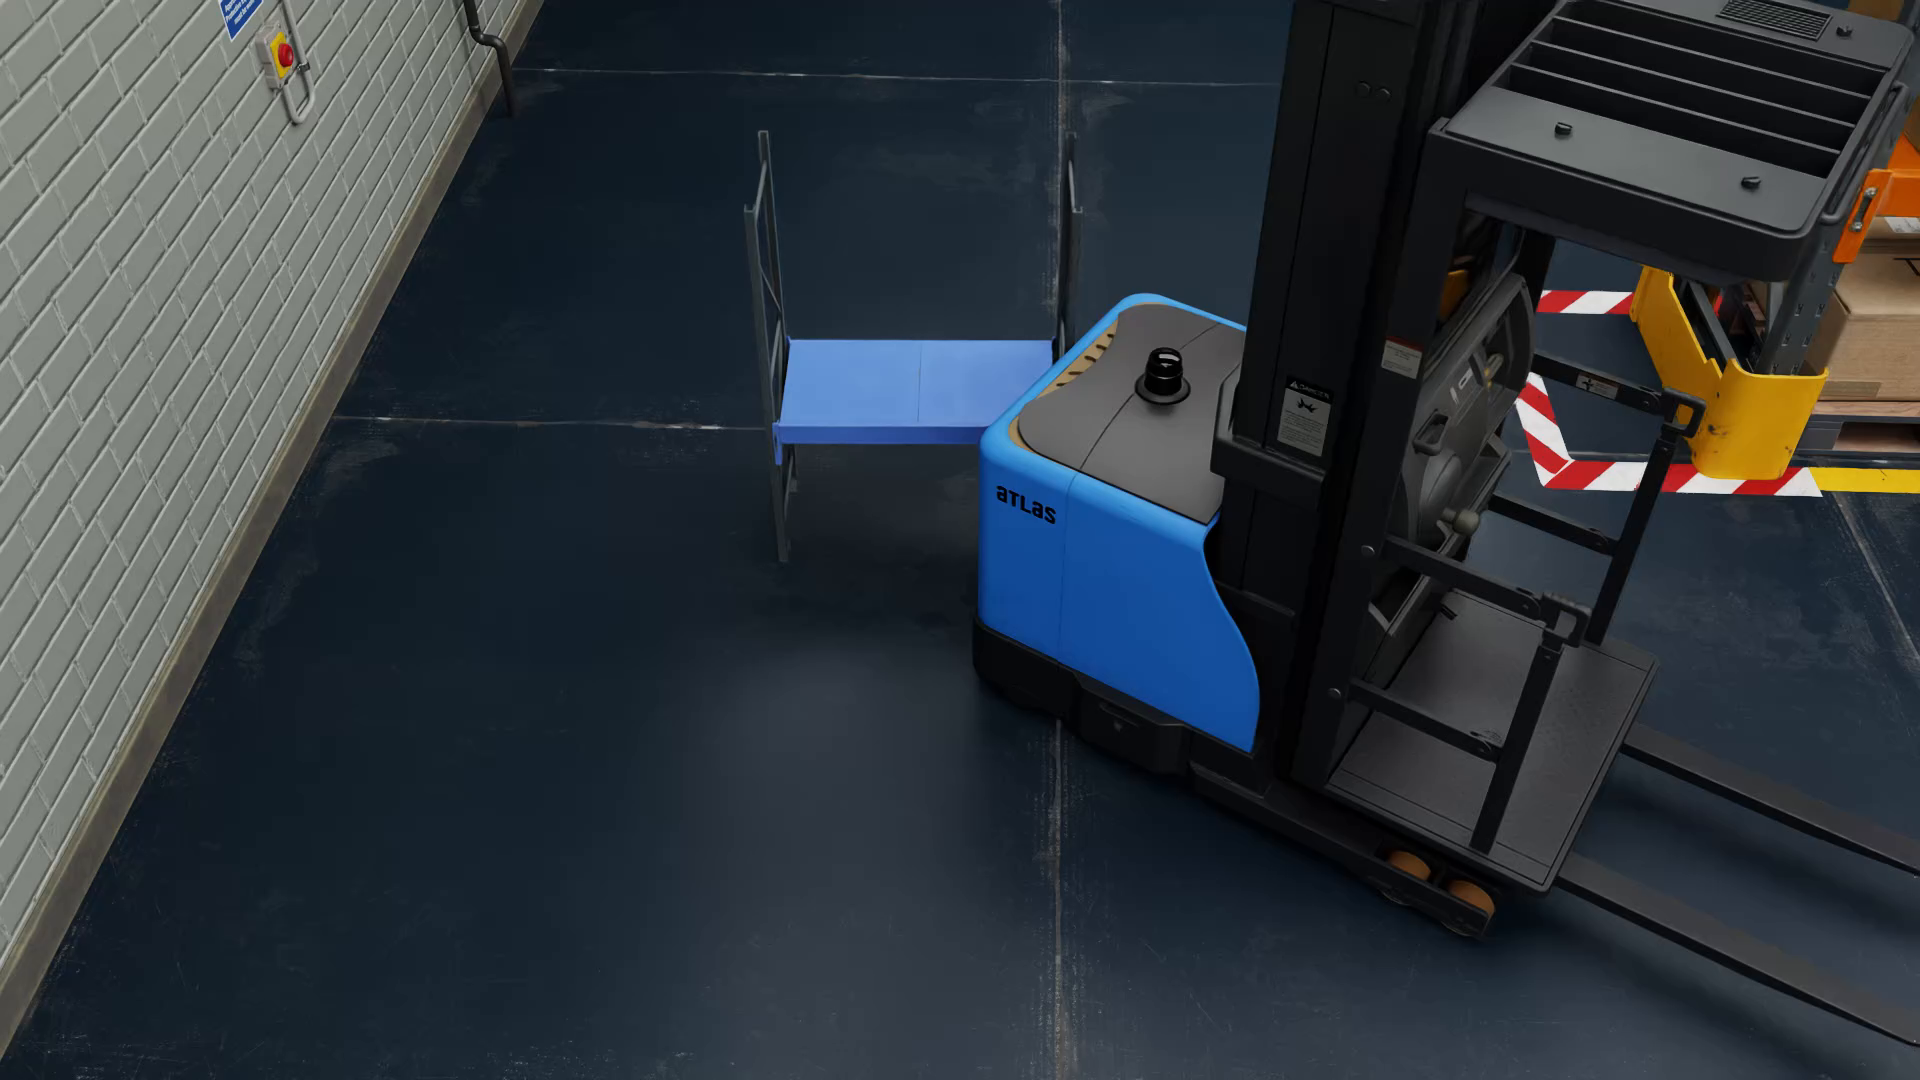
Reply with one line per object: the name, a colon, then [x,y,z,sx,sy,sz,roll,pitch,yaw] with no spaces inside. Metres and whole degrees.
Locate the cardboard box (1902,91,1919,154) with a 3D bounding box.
cardboard box: [3.583,-1.558,5.648,0.500,0.500,0.500,1,43,2]

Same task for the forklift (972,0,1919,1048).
forklift: [1.550,-0.307,4.429,3.031,2.935,1.130,25,48,24]

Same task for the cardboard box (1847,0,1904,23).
cardboard box: [3.610,-1.934,6.052,0.500,0.500,0.500,2,43,2]

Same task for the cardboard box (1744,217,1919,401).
cardboard box: [3.780,-0.996,6.690,0.875,0.438,0.875,0,43,0]

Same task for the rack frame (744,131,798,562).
rack frame: [-0.652,-0.636,5.832,0.032,1.500,0.500,0,43,0]

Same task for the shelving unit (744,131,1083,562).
shelving unit: [-0.144,-0.634,5.830,1.048,1.500,0.538,0,43,0]

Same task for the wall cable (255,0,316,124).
wall cable: [-2.517,-2.272,5.720,0.123,1.953,0.585,2,43,2]

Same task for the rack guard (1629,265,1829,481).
rack guard: [3.093,-0.818,6.761,0.348,0.500,1.175,2,43,2]

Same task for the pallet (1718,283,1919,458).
pallet: [3.919,-0.740,6.889,1.213,0.211,1.003,2,43,2]

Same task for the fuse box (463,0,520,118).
fuse box: [-2.277,-2.843,8.047,0.414,1.711,0.539,2,43,2]

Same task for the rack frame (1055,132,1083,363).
rack frame: [0.364,-0.632,5.828,0.032,1.500,0.500,0,43,0]

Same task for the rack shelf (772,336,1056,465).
rack shelf: [-0.144,-0.502,5.953,1.000,0.185,0.538,0,43,0]

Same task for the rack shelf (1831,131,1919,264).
rack shelf: [5.115,-1.407,6.087,4.000,0.370,1.077,2,43,2]

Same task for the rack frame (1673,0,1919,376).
rack frame: [3.117,-1.732,5.908,0.127,3.000,1.000,2,43,2]

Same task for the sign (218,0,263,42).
sign: [-2.581,-1.957,5.951,0.001,0.218,0.327,2,43,2]
